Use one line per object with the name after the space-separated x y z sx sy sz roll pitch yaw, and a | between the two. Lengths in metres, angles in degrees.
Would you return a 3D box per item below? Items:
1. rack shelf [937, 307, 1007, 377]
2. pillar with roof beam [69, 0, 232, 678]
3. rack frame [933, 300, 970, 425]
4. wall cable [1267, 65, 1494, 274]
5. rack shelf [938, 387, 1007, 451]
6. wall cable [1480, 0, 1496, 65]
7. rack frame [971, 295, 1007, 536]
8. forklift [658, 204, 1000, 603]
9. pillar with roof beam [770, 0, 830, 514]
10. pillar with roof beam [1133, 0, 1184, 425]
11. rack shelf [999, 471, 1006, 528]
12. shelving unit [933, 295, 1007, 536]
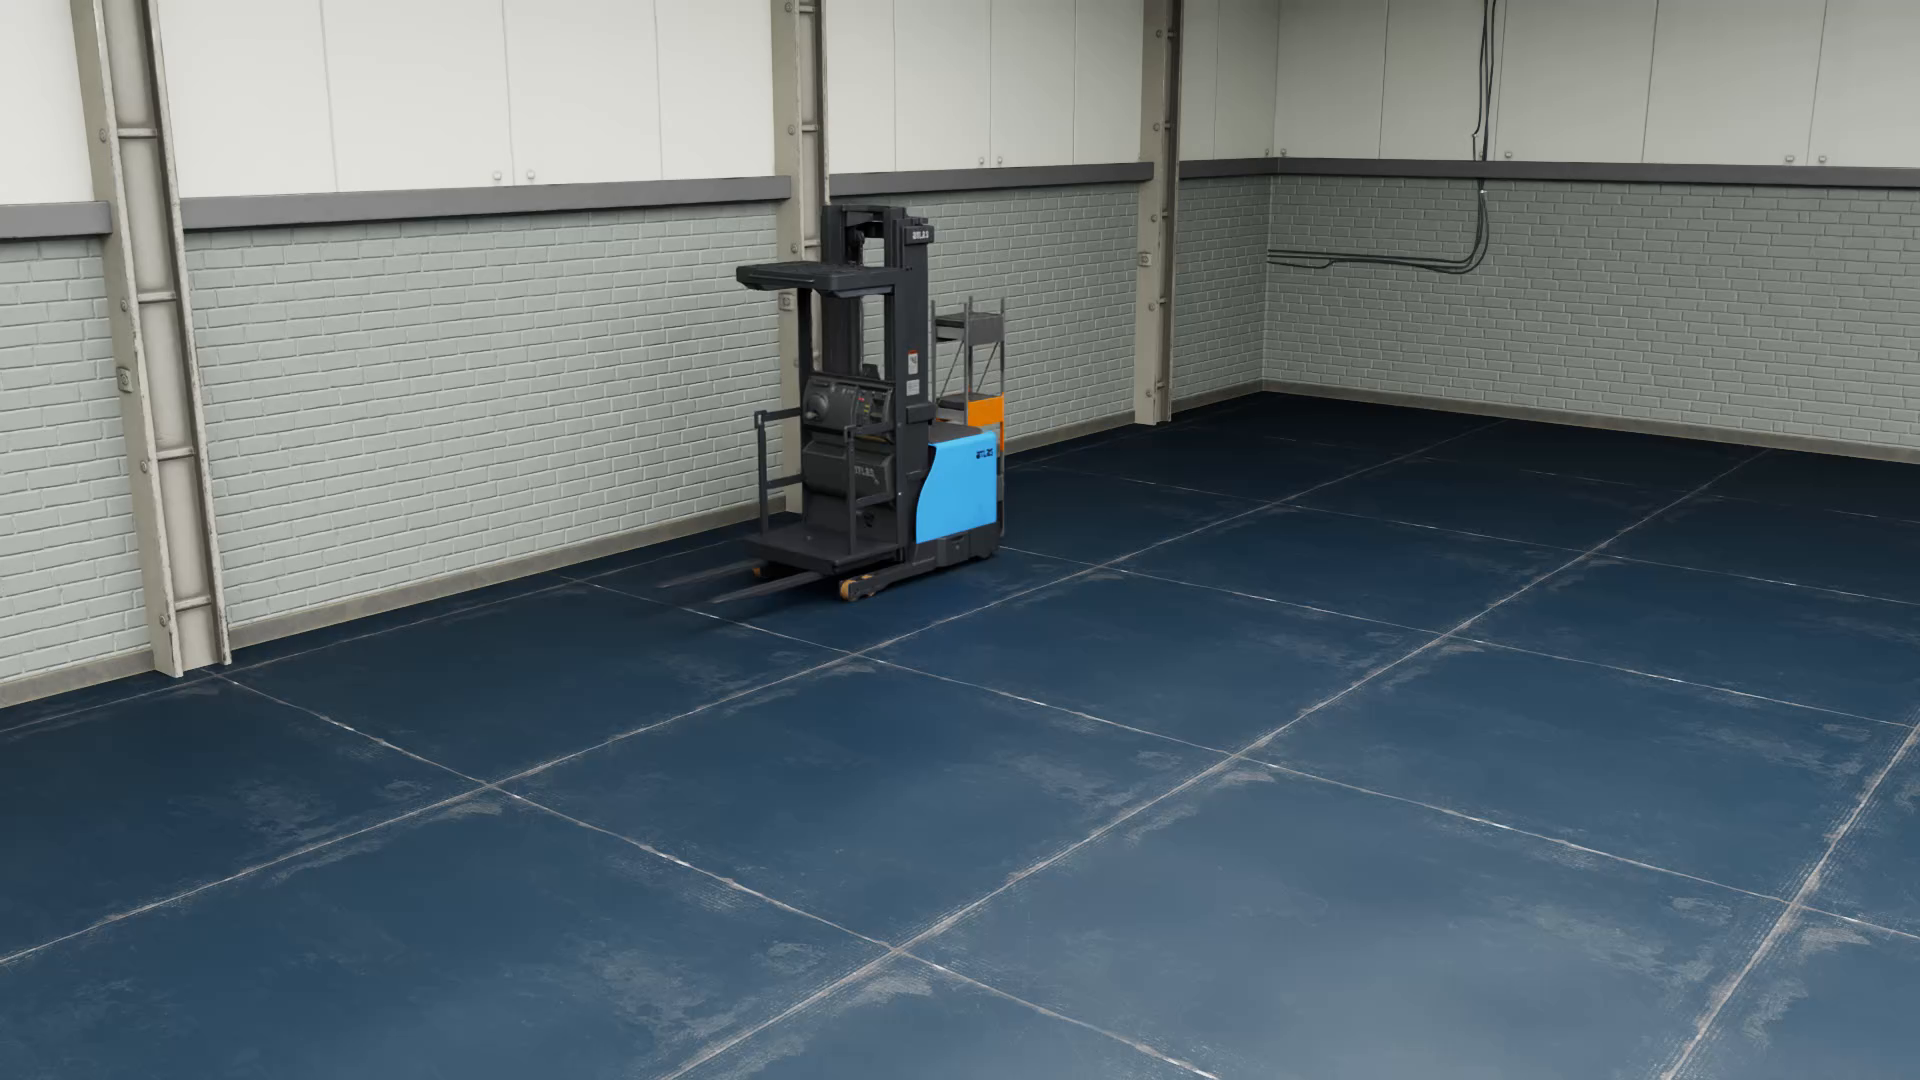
0.087 -1.702 14.272 0.431 0.518 0.480 12 19 40 | rack shelf
-1.849 -2.843 7.539 9.100 9.000 0.400 11 18 38 | pillar with roof beam
-0.073 -0.992 14.263 0.400 2.100 0.015 12 19 40 | rack frame
5.224 -4.662 21.005 3.097 2.526 0.112 11 18 38 | wall cable
0.087 -1.024 14.444 0.431 0.518 0.480 12 19 40 | rack shelf
7.329 -6.691 18.735 3.097 2.526 0.112 11 18 38 | wall cable
0.248 -1.082 14.619 0.400 2.100 0.015 12 19 40 | rack frame
-1.009 -1.094 12.976 1.130 2.935 3.031 12 19 40 | forklift
1.922 -3.992 12.062 9.100 9.000 0.400 11 18 38 | pillar with roof beam
5.693 -5.141 16.585 9.100 9.000 0.400 11 18 38 | pillar with roof beam
0.087 -0.345 14.617 0.431 0.518 0.480 12 19 40 | rack shelf
0.087 -1.037 14.441 0.431 2.100 0.503 12 19 40 | shelving unit
